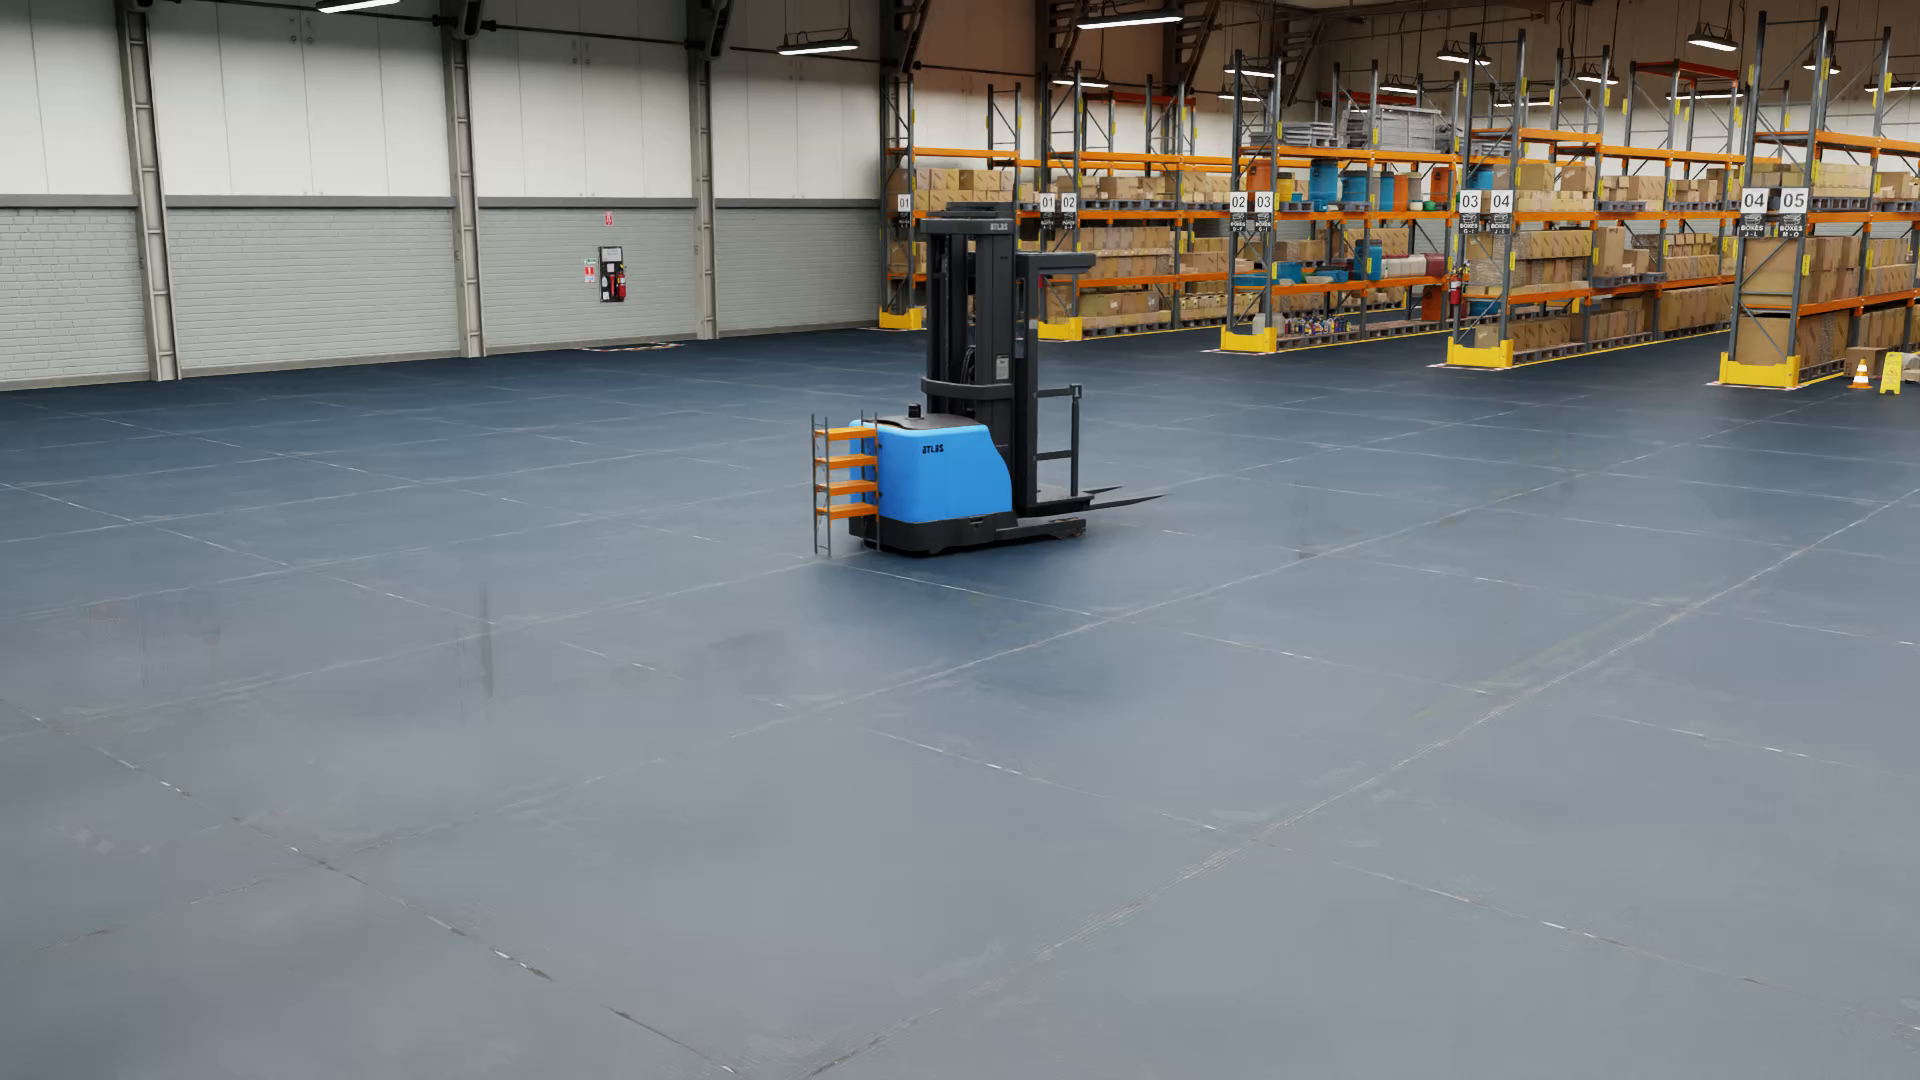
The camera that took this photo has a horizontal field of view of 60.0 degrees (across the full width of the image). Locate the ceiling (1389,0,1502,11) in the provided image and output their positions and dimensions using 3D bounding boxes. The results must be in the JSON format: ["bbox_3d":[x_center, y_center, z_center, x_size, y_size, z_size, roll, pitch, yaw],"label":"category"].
[{"bbox_3d":[15.579,-15.937,48.552,6.000,0.001,6.000,10,15,40],"label":"ceiling"}]

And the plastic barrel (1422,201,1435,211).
[{"bbox_3d":[11.085,-7.896,39.324,0.294,0.245,0.294,0,11,0],"label":"plastic barrel"}]

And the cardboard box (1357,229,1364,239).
[{"bbox_3d":[10.995,-8.422,46.410,0.500,0.500,0.500,9,15,39],"label":"cardboard box"}]

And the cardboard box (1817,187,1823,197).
[{"bbox_3d":[13.944,-5.720,27.346,0.380,0.149,0.250,10,15,41],"label":"cardboard box"}]

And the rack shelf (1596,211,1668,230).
[{"bbox_3d":[13.610,-6.728,34.914,1.077,0.370,4.000,10,15,40],"label":"rack shelf"}]

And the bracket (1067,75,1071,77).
[{"bbox_3d":[2.801,-12.468,44.968,0.235,0.232,0.430,10,15,40],"label":"bracket"}]

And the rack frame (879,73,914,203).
[{"bbox_3d":[-1.513,-9.590,39.750,1.000,3.000,0.127,10,15,40],"label":"rack frame"}]

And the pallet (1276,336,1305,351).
[{"bbox_3d":[6.484,-4.136,34.879,1.003,0.211,1.213,10,15,40],"label":"pallet"}]

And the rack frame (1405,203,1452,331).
[{"bbox_3d":[11.210,-6.544,39.817,1.000,3.000,0.127,10,15,40],"label":"rack frame"}]

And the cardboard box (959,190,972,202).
[{"bbox_3d":[-0.045,-8.427,41.282,0.500,0.500,0.500,11,16,44],"label":"cardboard box"}]

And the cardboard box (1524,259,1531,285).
[{"bbox_3d":[10.273,-5.088,31.512,0.875,0.500,0.500,10,15,40],"label":"cardboard box"}]

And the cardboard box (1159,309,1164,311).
[{"bbox_3d":[4.907,-5.553,40.801,0.500,0.250,0.500,10,15,40],"label":"cardboard box"}]

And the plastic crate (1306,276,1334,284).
[{"bbox_3d":[7.688,-5.555,35.536,0.530,0.136,0.437,10,15,40],"label":"plastic crate"}]

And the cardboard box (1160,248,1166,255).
[{"bbox_3d":[4.668,-6.860,39.487,0.380,0.149,0.250,9,15,39],"label":"cardboard box"}]

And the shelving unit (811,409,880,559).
[{"bbox_3d":[-0.962,-0.476,14.024,0.503,1.200,0.258,-9,14,-35],"label":"shelving unit"}]

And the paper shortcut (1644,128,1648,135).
[{"bbox_3d":[15.408,-9.176,37.322,0.009,0.170,0.078,23,-8,37],"label":"paper shortcut"}]

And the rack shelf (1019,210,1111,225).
[{"bbox_3d":[2.448,-8.649,44.534,1.077,0.370,4.000,10,15,40],"label":"rack shelf"}]

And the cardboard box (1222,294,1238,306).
[{"bbox_3d":[6.657,-6.057,41.897,0.500,0.311,0.500,10,15,40],"label":"cardboard box"}]

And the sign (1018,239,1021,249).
[{"bbox_3d":[1.540,-7.592,42.853,0.100,0.325,0.005,10,15,40],"label":"sign"}]

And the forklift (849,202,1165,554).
[{"bbox_3d":[0.514,-1.521,14.842,3.031,2.935,1.130,-8,14,-35],"label":"forklift"}]

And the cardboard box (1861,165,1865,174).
[{"bbox_3d":[15.614,-6.484,29.135,0.380,0.149,0.250,10,15,40],"label":"cardboard box"}]

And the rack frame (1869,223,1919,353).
[{"bbox_3d":[18.590,-5.248,33.326,1.000,3.000,0.127,10,15,40],"label":"rack frame"}]

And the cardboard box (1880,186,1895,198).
[{"bbox_3d":[17.344,-6.567,31.289,0.396,0.266,0.258,10,15,40],"label":"cardboard box"}]

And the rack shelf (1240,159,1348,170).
[{"bbox_3d":[8.812,-9.872,44.022,1.077,0.370,4.000,10,15,40],"label":"rack shelf"}]

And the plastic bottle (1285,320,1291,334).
[{"bbox_3d":[7.079,-4.597,35.883,0.061,0.283,0.133,10,15,40],"label":"plastic bottle"}]

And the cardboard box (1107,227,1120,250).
[{"bbox_3d":[3.239,-6.920,38.134,0.700,0.500,0.500,10,15,41],"label":"cardboard box"}]

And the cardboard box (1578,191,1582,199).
[{"bbox_3d":[11.947,-6.747,32.541,0.380,0.149,0.250,9,14,38],"label":"cardboard box"}]

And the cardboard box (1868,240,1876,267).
[{"bbox_3d":[16.611,-5.348,31.021,0.700,0.500,0.500,9,15,39],"label":"cardboard box"}]

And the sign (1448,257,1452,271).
[{"bbox_3d":[11.628,-6.554,39.450,0.100,0.325,0.005,10,15,40],"label":"sign"}]

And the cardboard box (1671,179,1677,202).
[{"bbox_3d":[15.783,-7.867,37.455,0.500,0.500,0.500,11,16,43],"label":"cardboard box"}]

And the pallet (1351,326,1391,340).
[{"bbox_3d":[9.059,-4.709,37.747,1.003,0.211,1.213,10,15,40],"label":"pallet"}]

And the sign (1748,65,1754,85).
[{"bbox_3d":[12.911,-7.582,27.108,0.100,0.325,0.005,10,15,40],"label":"sign"}]

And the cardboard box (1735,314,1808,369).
[{"bbox_3d":[13.707,-3.343,28.142,0.875,0.875,0.875,10,15,41],"label":"cardboard box"}]

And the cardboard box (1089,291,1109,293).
[{"bbox_3d":[3.321,-5.573,38.989,0.500,0.500,0.500,10,15,40],"label":"cardboard box"}]

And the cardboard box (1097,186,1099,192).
[{"bbox_3d":[3.140,-7.995,38.222,0.500,0.311,0.500,-10,15,-41],"label":"cardboard box"}]

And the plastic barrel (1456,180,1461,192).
[{"bbox_3d":[12.267,-8.568,40.872,0.433,0.535,0.433,0,11,0],"label":"plastic barrel"}]

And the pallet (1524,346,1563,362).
[{"bbox_3d":[11.068,-3.664,32.517,1.003,0.211,1.213,10,15,40],"label":"pallet"}]

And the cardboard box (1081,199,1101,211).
[{"bbox_3d":[3.496,-9.121,45.238,0.500,0.311,0.500,10,15,40],"label":"cardboard box"}]

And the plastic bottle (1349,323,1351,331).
[{"bbox_3d":[8.564,-4.705,36.633,0.097,0.201,0.097,0,11,0],"label":"plastic bottle"}]

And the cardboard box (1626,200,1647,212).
[{"bbox_3d":[14.150,-7.051,35.081,0.500,0.250,0.500,10,15,42],"label":"cardboard box"}]

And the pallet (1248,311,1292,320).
[{"bbox_3d":[8.013,-5.923,43.825,1.003,0.211,1.213,10,15,40],"label":"pallet"}]

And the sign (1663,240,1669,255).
[{"bbox_3d":[15.344,-6.364,36.161,0.100,0.325,0.005,10,15,40],"label":"sign"}]

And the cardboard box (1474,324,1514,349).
[{"bbox_3d":[10.074,-3.797,31.371,0.500,0.500,0.500,-9,14,-37],"label":"cardboard box"}]

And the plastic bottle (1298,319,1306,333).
[{"bbox_3d":[7.448,-4.665,36.239,0.152,0.276,0.135,10,15,40],"label":"plastic bottle"}]

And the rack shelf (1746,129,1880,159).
[{"bbox_3d":[14.629,-6.758,28.428,1.077,0.370,4.000,10,15,40],"label":"rack shelf"}]

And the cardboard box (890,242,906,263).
[{"bbox_3d":[-1.361,-7.049,40.761,0.500,0.500,0.500,10,15,40],"label":"cardboard box"}]

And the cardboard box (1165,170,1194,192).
[{"bbox_3d":[5.288,-8.653,40.115,0.500,0.500,0.500,10,15,41],"label":"cardboard box"}]

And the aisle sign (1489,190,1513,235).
[{"bbox_3d":[9.834,-5.954,30.223,0.394,0.787,0.004,10,15,40],"label":"aisle sign"}]

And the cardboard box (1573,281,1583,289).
[{"bbox_3d":[12.197,-5.087,33.162,0.380,0.149,0.250,10,15,40],"label":"cardboard box"}]

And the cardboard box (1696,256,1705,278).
[{"bbox_3d":[16.796,-6.287,38.277,0.500,0.500,0.500,10,15,40],"label":"cardboard box"}]

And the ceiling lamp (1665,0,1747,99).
[{"bbox_3d":[20.154,-13.595,44.898,2.000,3.185,0.800,10,15,40],"label":"ceiling lamp"}]
